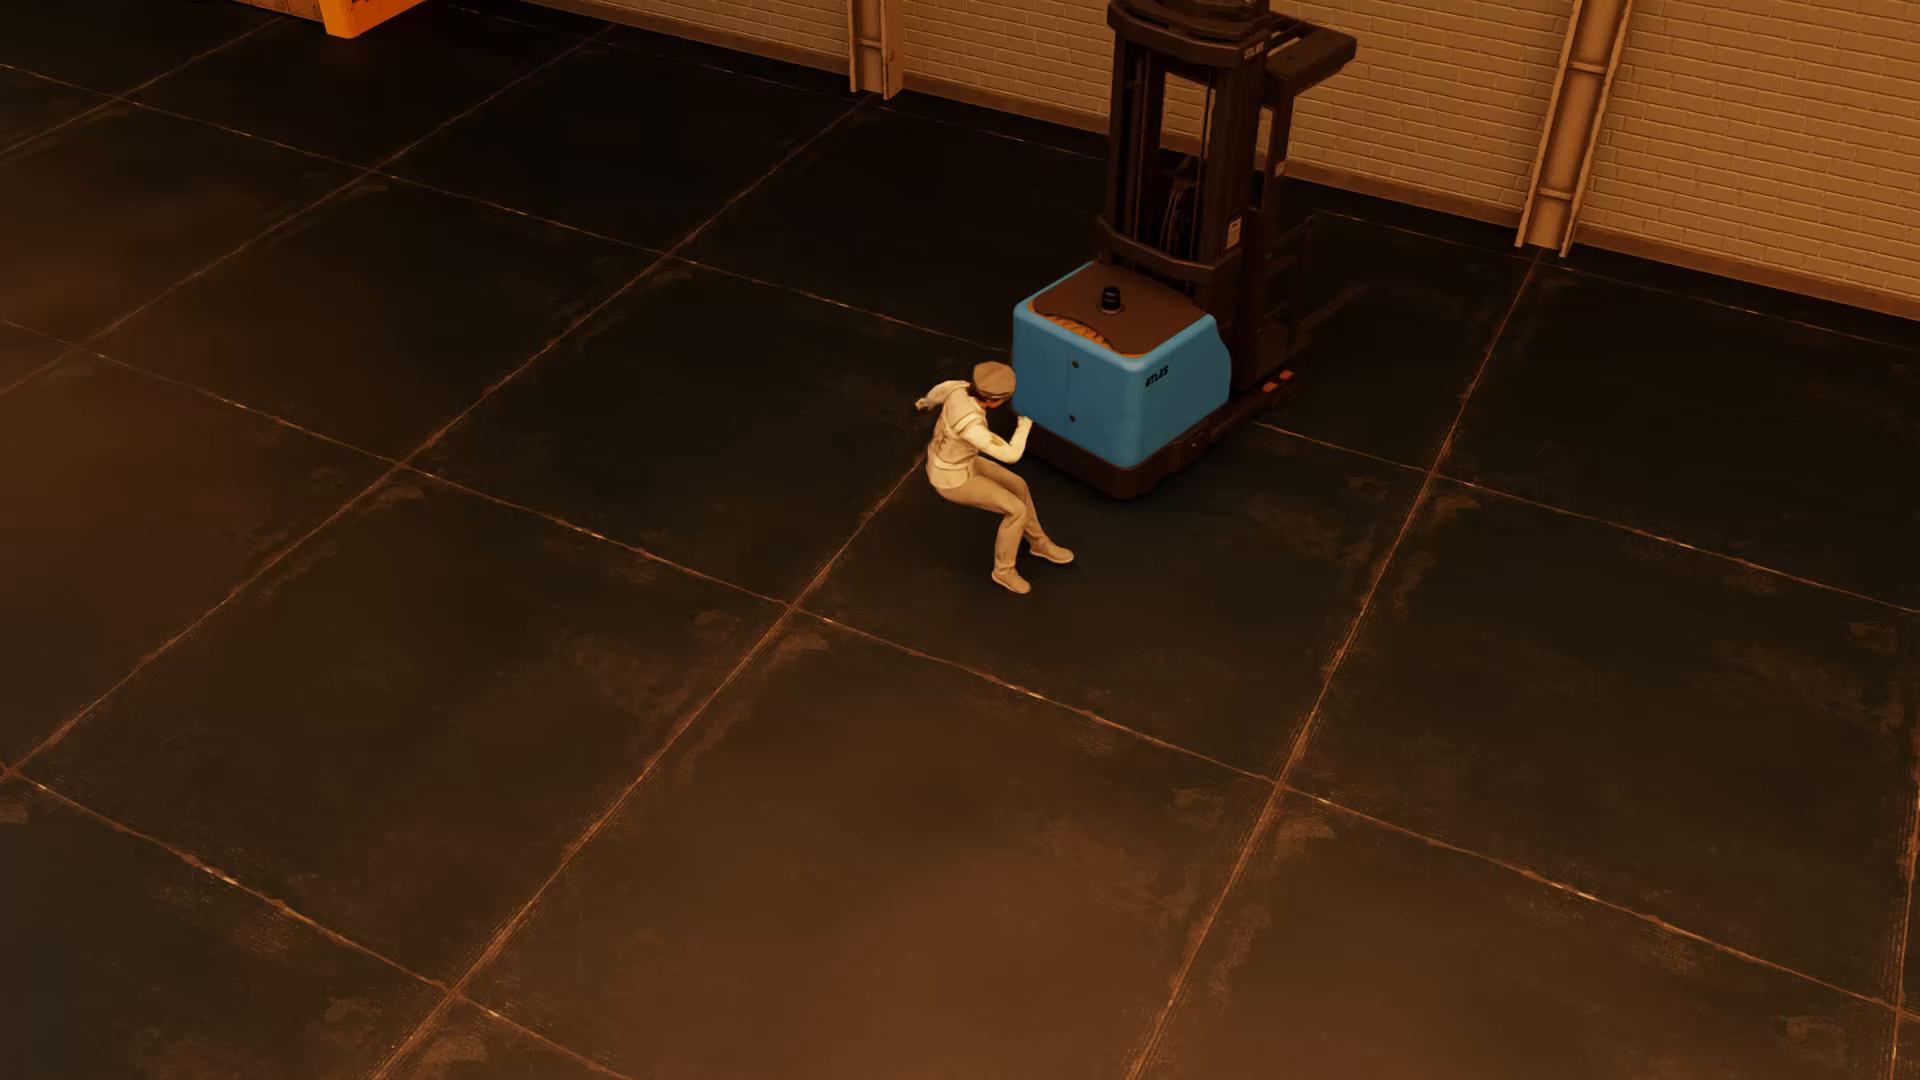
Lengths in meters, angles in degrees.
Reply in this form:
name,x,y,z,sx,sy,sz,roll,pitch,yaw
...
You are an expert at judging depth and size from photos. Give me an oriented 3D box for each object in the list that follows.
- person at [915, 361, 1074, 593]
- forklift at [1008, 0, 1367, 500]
name,x,y,z,sx,sy,sz,roll,pitch,yaw
person,0.217,-0.494,9.831,0.900,1.416,0.995,-3,40,-4
forklift,1.689,-2.234,10.639,1.130,2.935,3.031,31,49,31
